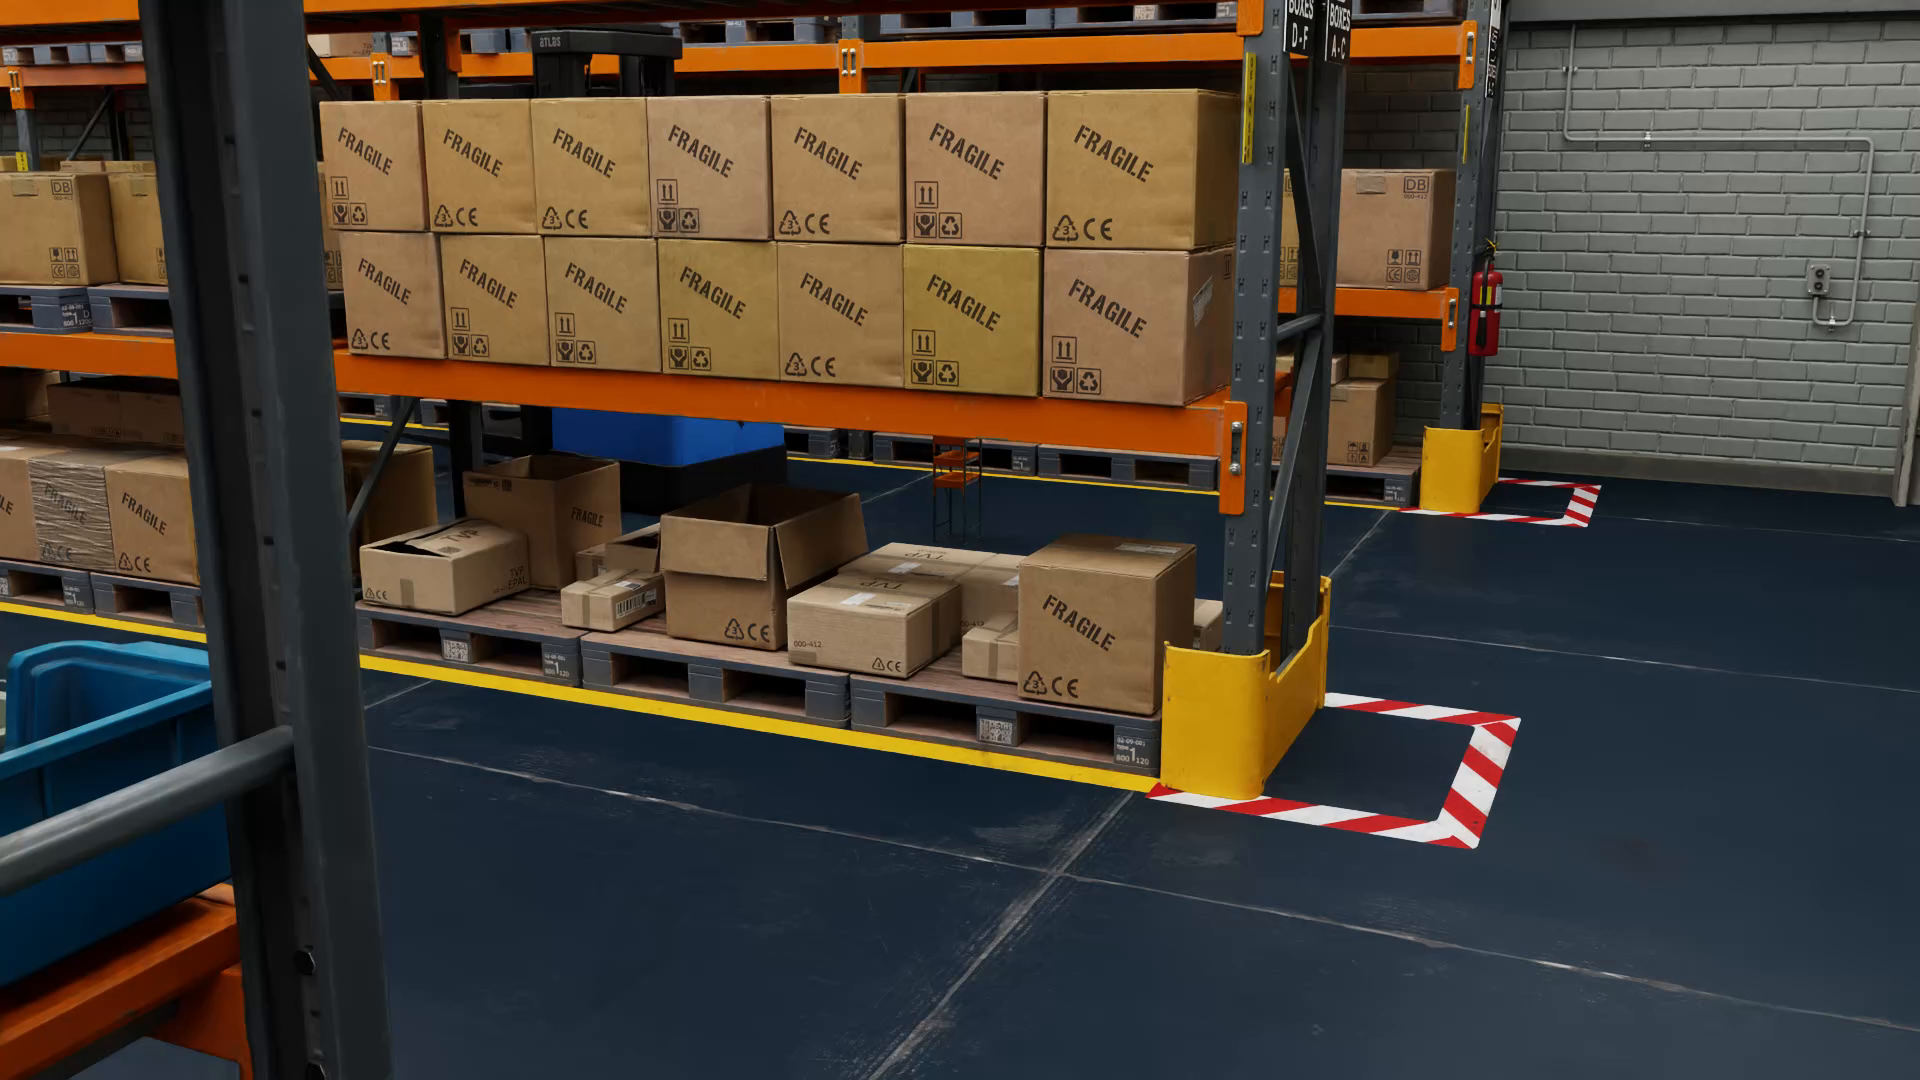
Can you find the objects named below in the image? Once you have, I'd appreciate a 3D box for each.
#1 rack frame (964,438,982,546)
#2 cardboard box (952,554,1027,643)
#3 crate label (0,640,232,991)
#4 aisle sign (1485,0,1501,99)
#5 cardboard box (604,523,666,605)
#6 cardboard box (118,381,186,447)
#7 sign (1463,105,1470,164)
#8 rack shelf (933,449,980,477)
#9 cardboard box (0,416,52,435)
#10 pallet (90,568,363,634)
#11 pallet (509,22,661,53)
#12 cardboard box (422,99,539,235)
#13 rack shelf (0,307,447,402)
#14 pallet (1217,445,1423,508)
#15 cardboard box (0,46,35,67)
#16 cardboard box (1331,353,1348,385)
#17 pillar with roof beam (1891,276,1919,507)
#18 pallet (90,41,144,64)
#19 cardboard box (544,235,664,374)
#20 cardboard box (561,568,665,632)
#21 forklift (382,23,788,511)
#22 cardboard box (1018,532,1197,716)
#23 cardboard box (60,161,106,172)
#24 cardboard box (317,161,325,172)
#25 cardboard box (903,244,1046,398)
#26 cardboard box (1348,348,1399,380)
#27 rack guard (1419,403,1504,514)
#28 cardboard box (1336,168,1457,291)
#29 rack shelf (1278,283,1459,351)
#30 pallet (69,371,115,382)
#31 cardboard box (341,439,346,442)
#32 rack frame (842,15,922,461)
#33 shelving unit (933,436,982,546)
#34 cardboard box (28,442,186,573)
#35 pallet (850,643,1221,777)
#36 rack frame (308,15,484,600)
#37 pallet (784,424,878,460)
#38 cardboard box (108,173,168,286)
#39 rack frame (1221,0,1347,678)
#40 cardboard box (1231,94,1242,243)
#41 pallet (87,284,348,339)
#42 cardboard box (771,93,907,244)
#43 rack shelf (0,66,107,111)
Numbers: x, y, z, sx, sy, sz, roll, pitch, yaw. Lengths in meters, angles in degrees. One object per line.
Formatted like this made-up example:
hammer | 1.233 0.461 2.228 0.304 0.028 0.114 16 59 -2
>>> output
rack frame | 0.070 -0.577 9.087 0.006 1.200 0.240 6 14 23
cardboard box | 0.289 0.252 6.671 0.500 0.250 0.500 6 14 23
crate label | -0.974 0.278 1.738 0.303 0.233 0.416 6 14 23
aisle sign | 3.076 -2.948 9.562 0.004 0.787 0.394 6 14 23
cardboard box | -1.207 0.071 7.310 0.500 0.311 0.500 6 14 23
cardboard box | -3.787 -0.637 8.272 0.500 0.250 0.500 6 14 23
sign | 2.899 -2.319 9.517 0.005 0.325 0.100 6 14 23
rack shelf | -0.013 -0.425 9.161 0.180 0.103 0.258 6 14 23
cardboard box | -4.763 -0.369 8.769 0.500 0.500 0.500 5 14 21
pallet | -3.288 0.203 7.926 1.213 0.211 1.003 6 14 23
pallet | -2.549 -3.709 12.343 1.213 0.211 1.003 7 15 26
cardboard box | -1.740 -1.472 6.556 0.500 0.500 0.500 5 14 21
rack shelf | -4.357 -0.922 8.191 4.000 0.370 1.077 6 14 23
pallet | 2.369 -0.452 10.718 1.213 0.211 1.003 6 14 23
cardboard box | -8.404 -4.376 14.510 0.500 0.500 0.500 6 15 25
cardboard box | 2.260 -1.073 10.393 0.250 0.149 0.380 6 14 23
pillar with roof beam | 4.207 -3.704 5.342 0.400 9.000 9.100 6 14 23
pallet | -6.369 -4.056 13.820 1.003 0.211 1.213 6 14 23
cardboard box | -1.247 -0.938 6.467 0.500 0.500 0.500 6 14 23
cardboard box | -1.438 0.240 6.904 0.250 0.166 0.380 6 14 23
forklift | -2.588 -1.839 10.678 3.031 2.935 1.130 9 16 34
cardboard box | 0.532 0.287 5.974 0.500 0.500 0.500 6 14 23
cardboard box | -7.389 -3.071 14.593 0.500 0.500 0.700 6 14 23
cardboard box | -5.139 -2.842 13.620 0.500 0.500 0.700 4 14 18
cardboard box | 0.133 -0.797 5.868 0.500 0.500 0.500 6 14 24
cardboard box | 2.646 -1.129 10.633 0.250 0.149 0.380 6 14 24
rack guard | 3.153 -0.533 10.430 0.348 0.500 1.175 6 14 23
cardboard box | 2.661 -1.943 10.312 0.700 0.700 0.980 7 15 26
rack shelf | 1.303 -1.587 11.025 4.000 0.370 1.077 6 14 23
pallet | -7.128 -1.433 14.899 1.213 0.211 1.003 6 14 23
cardboard box | -3.364 -0.227 8.164 0.500 0.500 0.500 6 14 24
rack frame | -0.526 -2.122 11.731 0.127 3.000 1.000 6 14 23
shelving unit | -0.013 -0.585 9.123 0.189 1.200 0.258 6 14 23
cardboard box | -4.003 -0.164 7.896 0.500 0.500 0.500 6 14 24
pallet | 0.330 0.560 6.405 1.213 0.211 1.003 6 14 23
rack frame | -2.529 -1.087 7.321 0.127 3.000 1.000 6 14 23
pallet | -1.262 -0.820 12.287 1.213 0.211 1.003 6 14 23
cardboard box | -3.526 -1.481 7.862 0.500 0.500 0.700 8 16 32
rack frame | 1.129 -0.717 5.743 0.127 3.000 1.000 6 14 23
cardboard box | 0.830 -1.348 6.027 0.500 0.500 0.500 6 15 25
pallet | -3.215 -1.090 7.755 1.213 0.211 1.003 6 14 23
cardboard box | -0.328 -1.330 5.947 0.500 0.500 0.500 6 15 25
rack shelf | -9.669 -4.157 15.414 4.000 0.370 1.077 6 14 23
